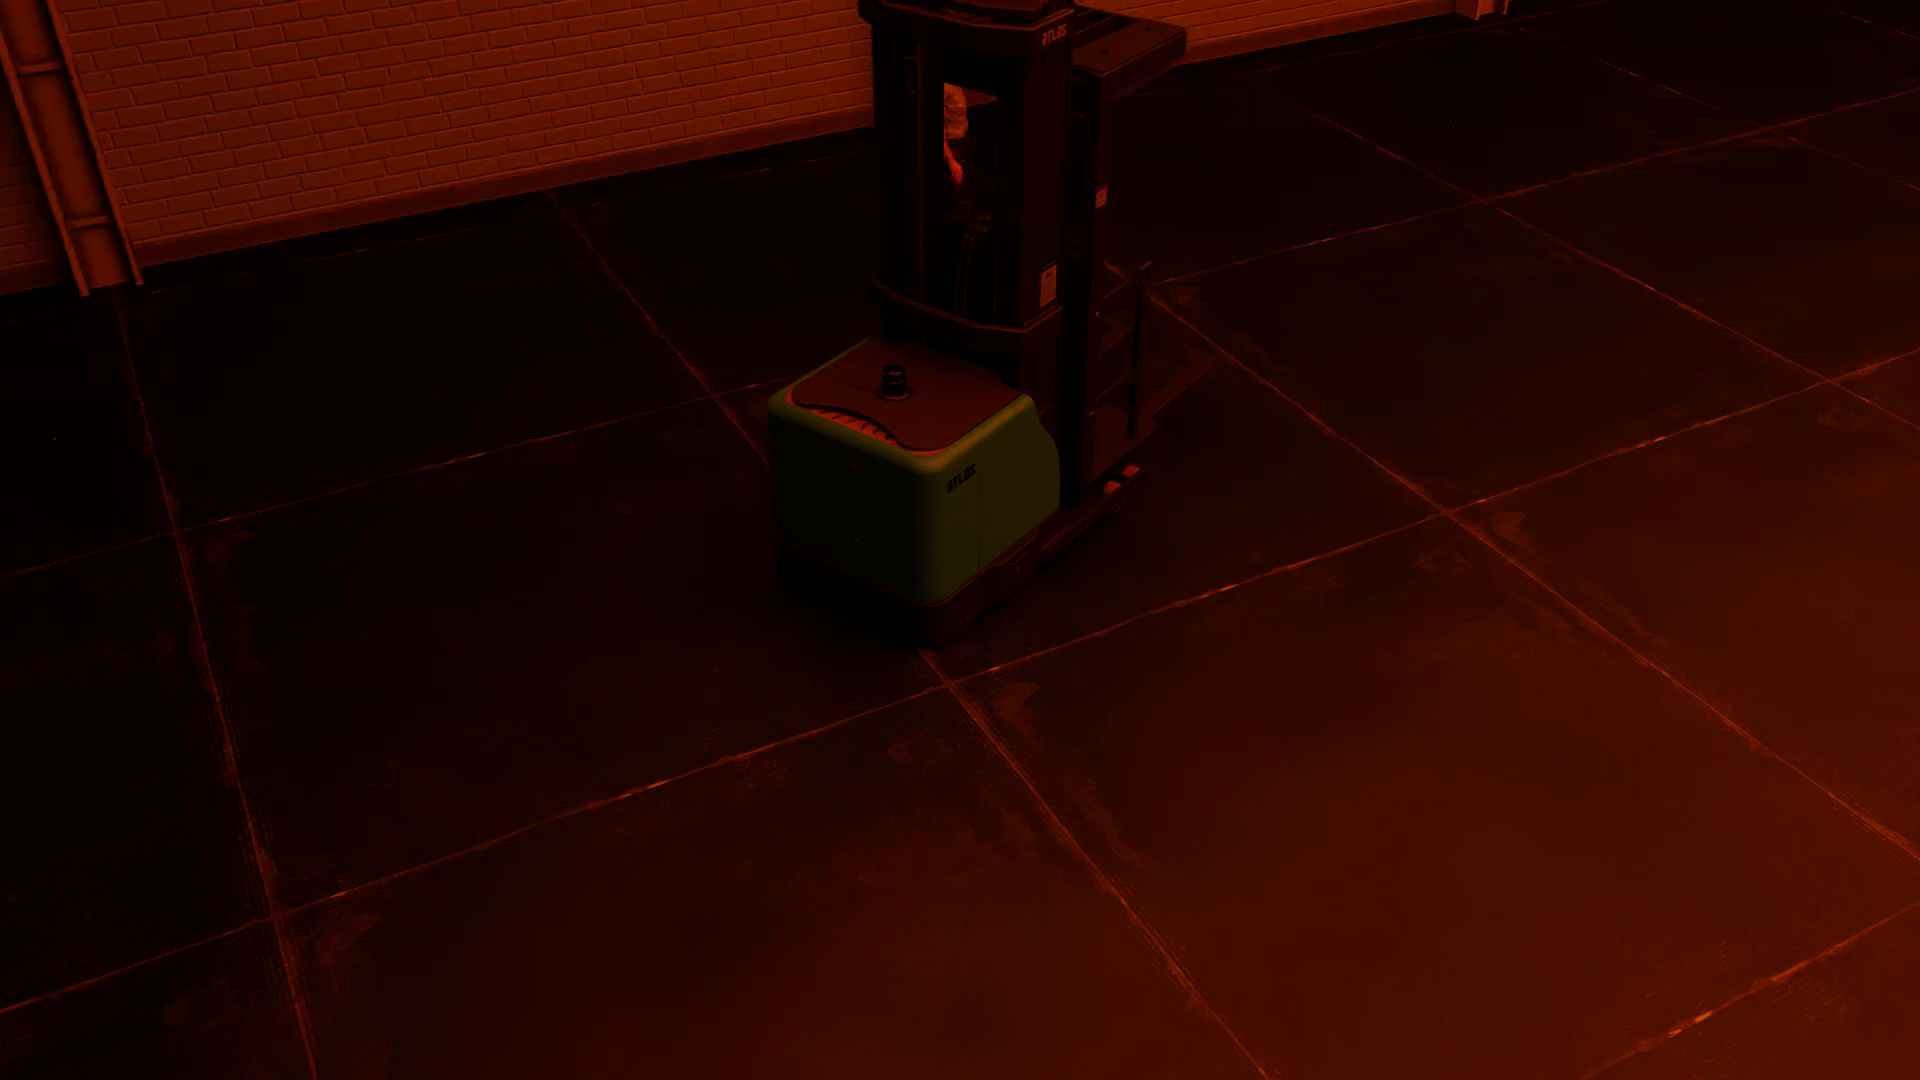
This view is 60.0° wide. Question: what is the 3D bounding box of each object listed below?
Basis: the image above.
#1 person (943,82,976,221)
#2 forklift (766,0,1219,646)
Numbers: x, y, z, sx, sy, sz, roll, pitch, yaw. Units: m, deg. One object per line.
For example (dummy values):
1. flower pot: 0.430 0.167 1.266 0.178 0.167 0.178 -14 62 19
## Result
1. person: -0.021 -2.470 10.734 0.492 1.647 0.653 -6 36 -9
2. forklift: 0.359 -1.496 8.239 1.130 2.935 3.031 23 41 29
